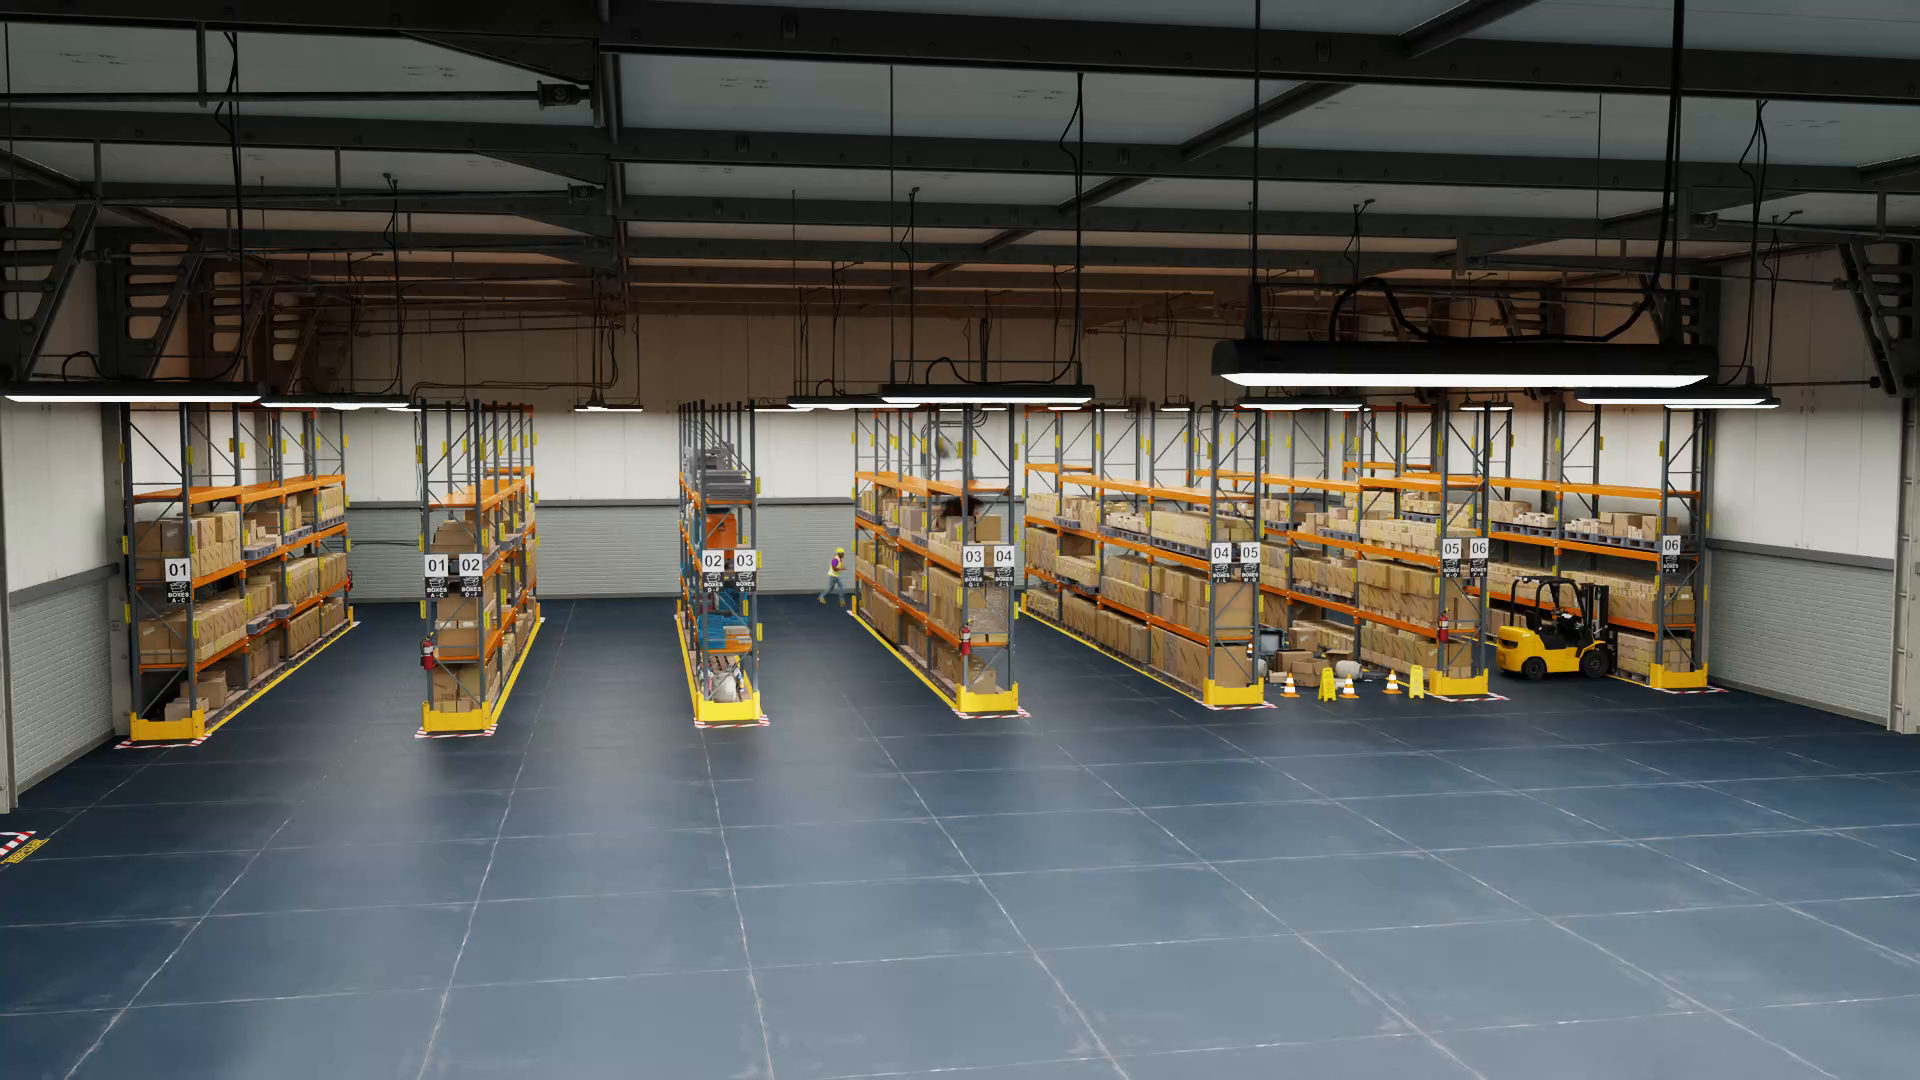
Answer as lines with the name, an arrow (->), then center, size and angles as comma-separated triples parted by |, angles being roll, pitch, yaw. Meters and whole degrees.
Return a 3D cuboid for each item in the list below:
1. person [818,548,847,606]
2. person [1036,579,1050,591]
person -> -3.794, 1.125, 49.772 | 0.961, 1.788, 0.733 | 1, 4, 15
person -> 2.549, 1.129, 50.032 | 0.554, 1.634, 0.676 | 2, 5, 24
